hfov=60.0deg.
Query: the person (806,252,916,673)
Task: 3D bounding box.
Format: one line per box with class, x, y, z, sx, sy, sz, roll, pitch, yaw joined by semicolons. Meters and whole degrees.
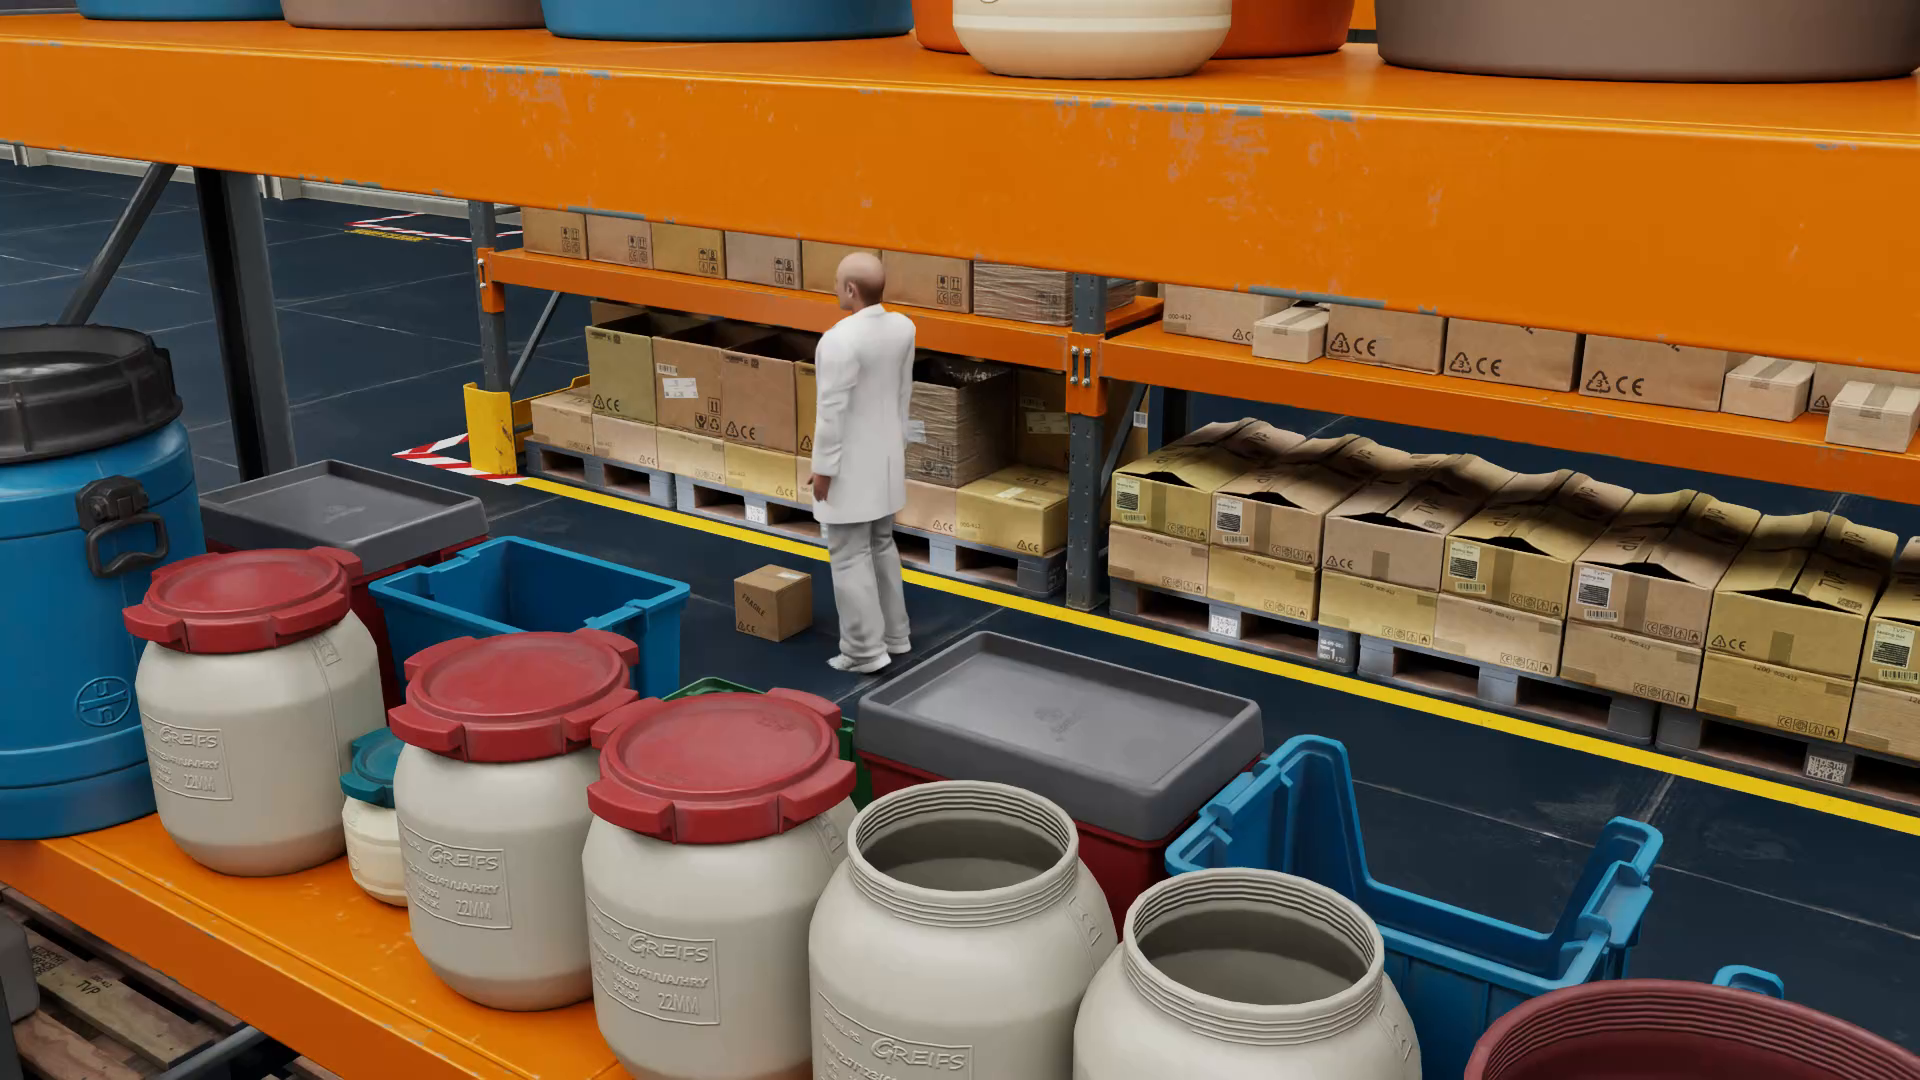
person;-0.424;-0.301;7.033;0.447;1.837;0.565;14;24;34
